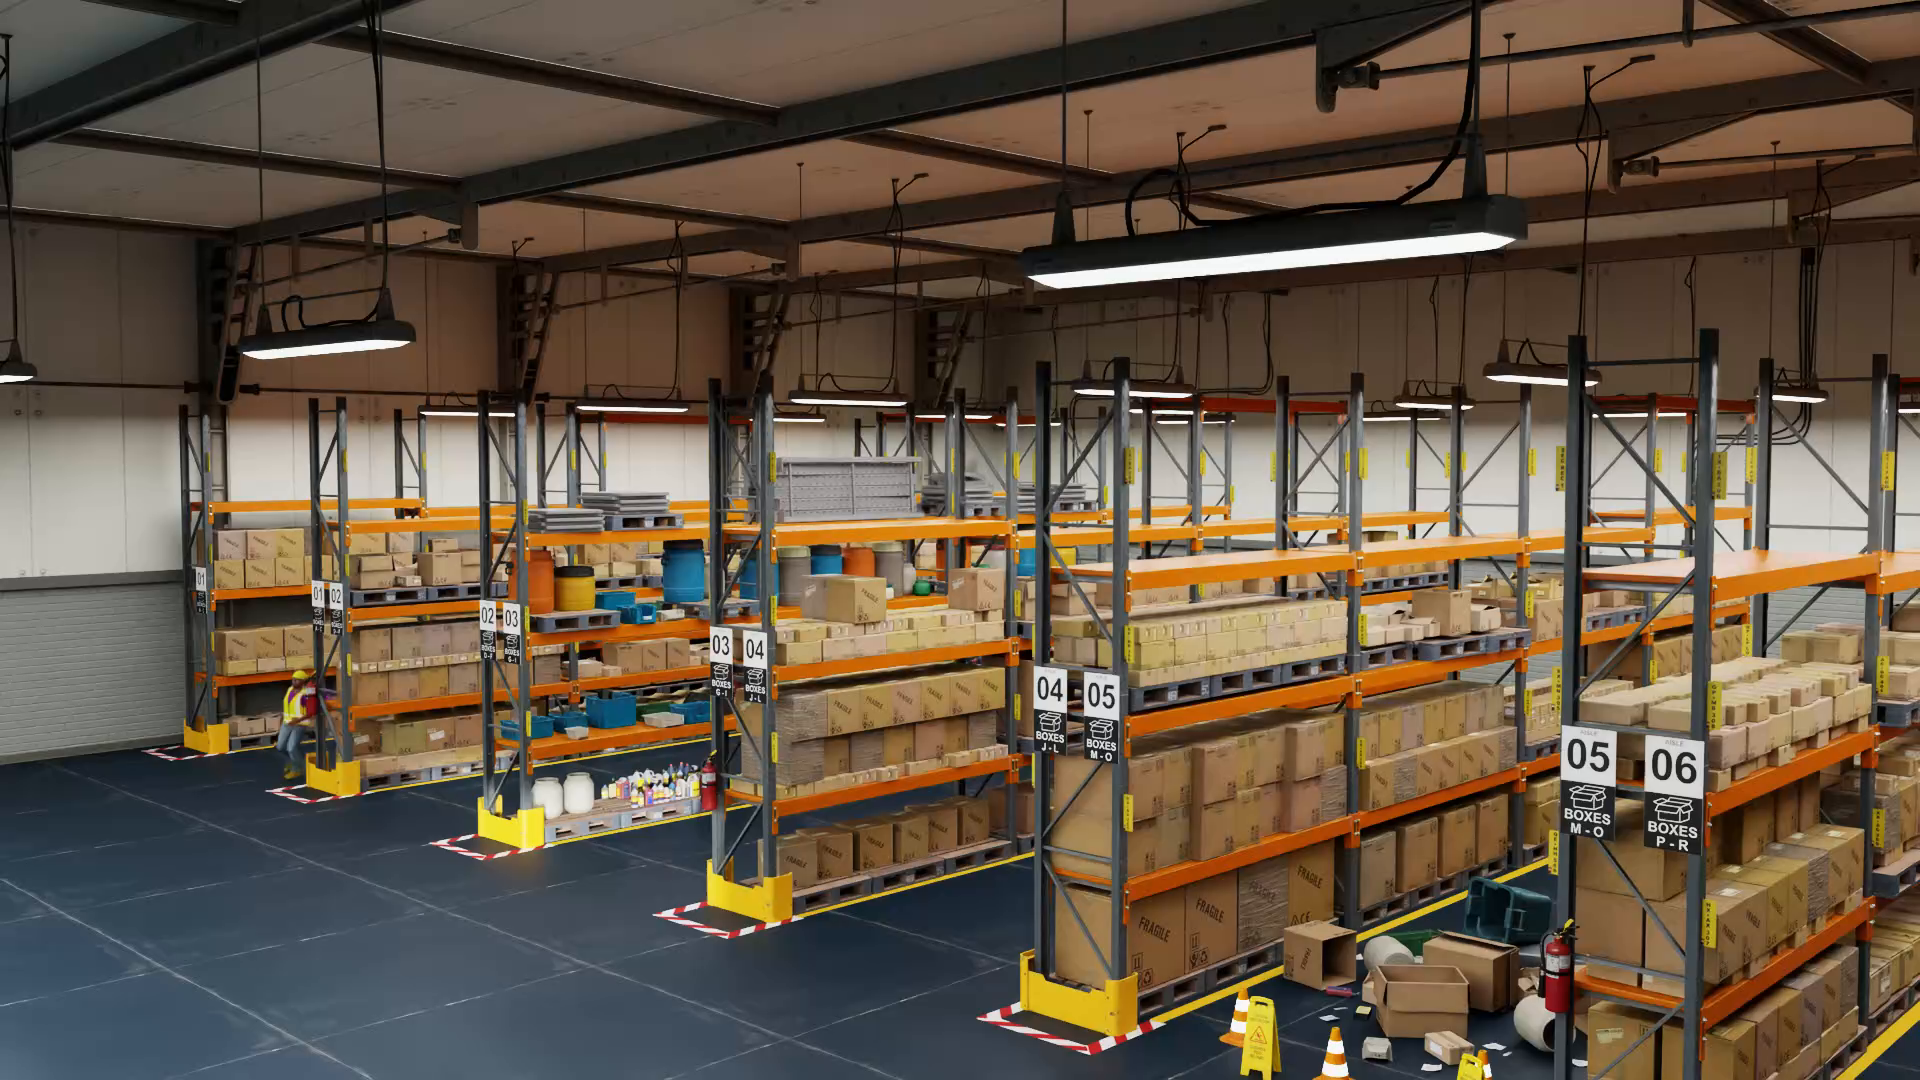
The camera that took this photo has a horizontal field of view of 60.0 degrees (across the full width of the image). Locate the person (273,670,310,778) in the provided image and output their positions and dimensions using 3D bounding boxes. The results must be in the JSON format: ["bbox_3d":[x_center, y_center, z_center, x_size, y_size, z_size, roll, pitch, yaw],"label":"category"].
[{"bbox_3d":[-10.560,2.919,26.320,0.701,1.728,0.575,1,3,18],"label":"person"}]

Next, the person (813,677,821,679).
[{"bbox_3d":[-2.487,2.862,27.869,0.662,1.693,0.723,2,4,37],"label":"person"}]
